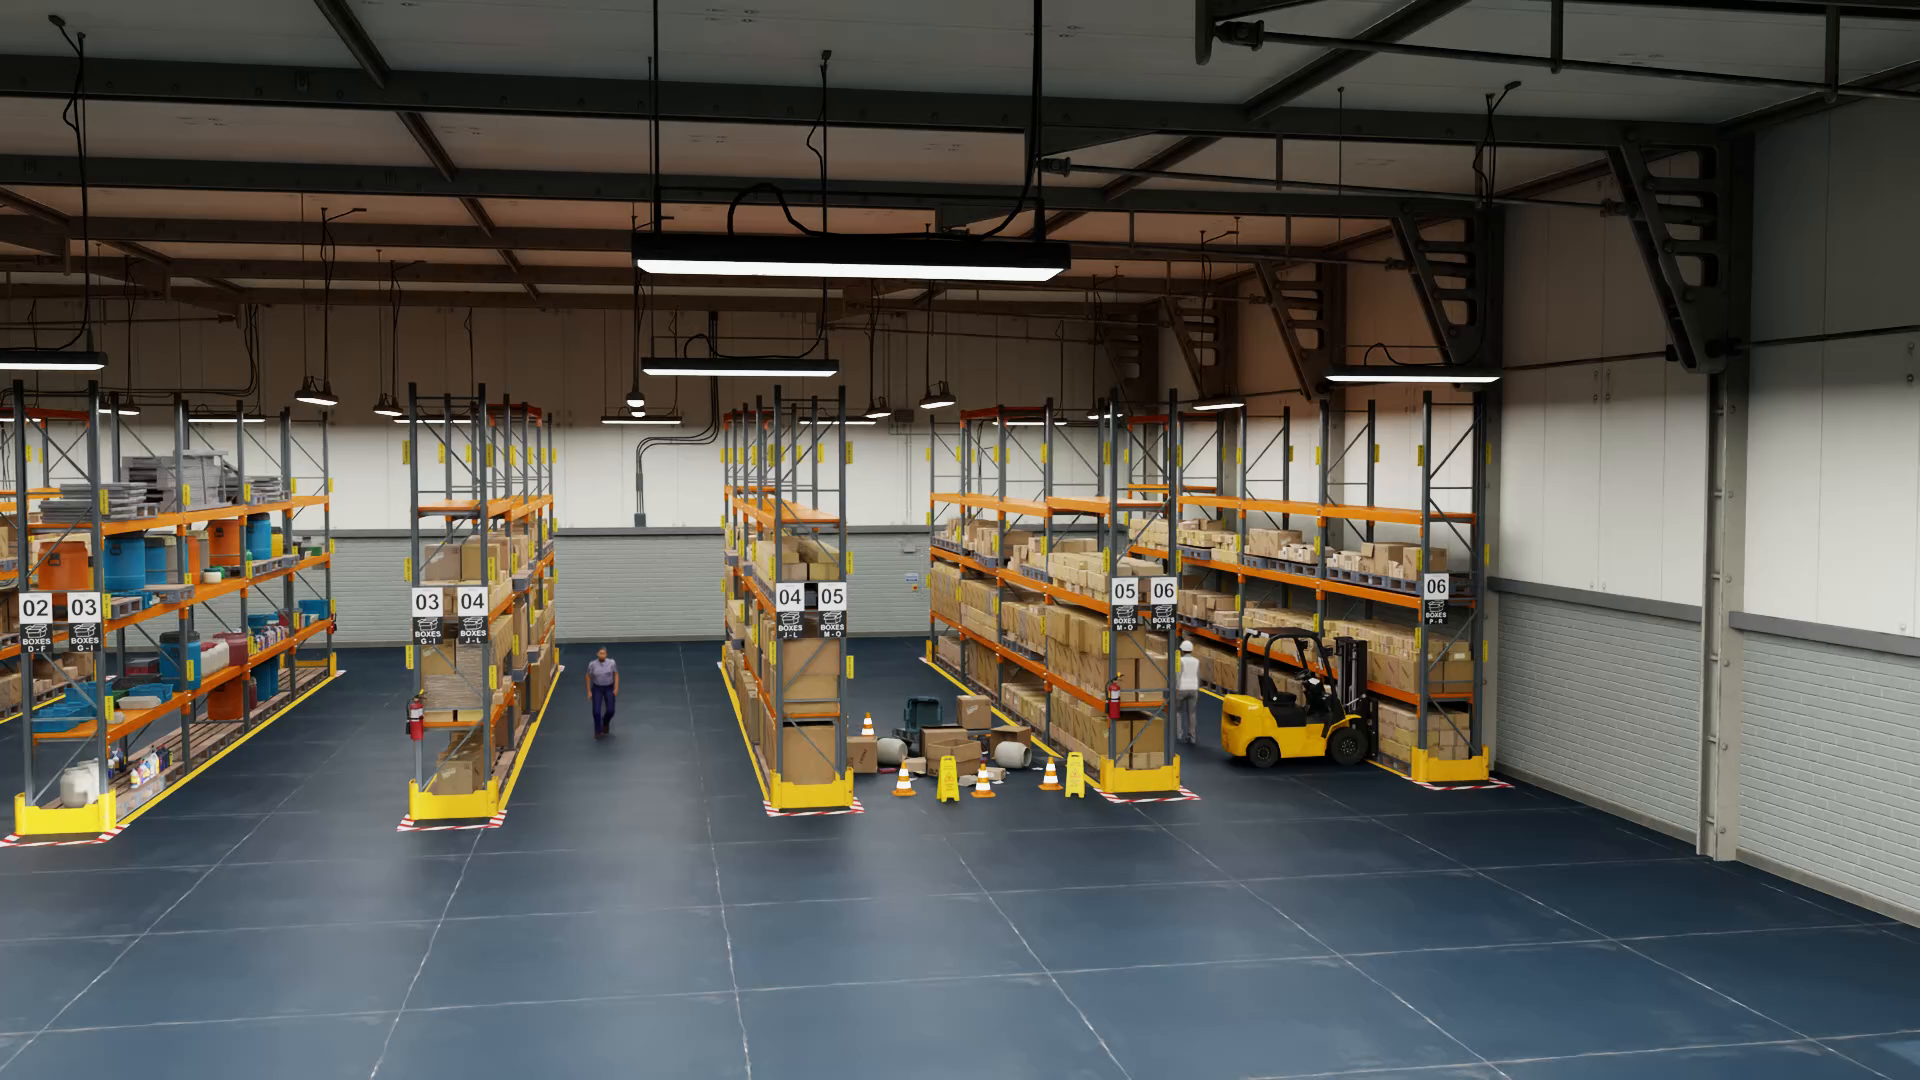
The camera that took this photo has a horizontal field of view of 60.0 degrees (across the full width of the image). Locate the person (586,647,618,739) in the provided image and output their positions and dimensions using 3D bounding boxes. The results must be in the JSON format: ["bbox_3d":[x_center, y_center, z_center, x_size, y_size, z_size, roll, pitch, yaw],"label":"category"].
[{"bbox_3d":[-6.381,2.699,29.653,0.571,1.632,0.557,-1,3,-14],"label":"person"}]

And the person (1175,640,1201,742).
[{"bbox_3d":[3.977,2.671,29.068,0.553,1.821,0.613,-1,3,-15],"label":"person"}]
